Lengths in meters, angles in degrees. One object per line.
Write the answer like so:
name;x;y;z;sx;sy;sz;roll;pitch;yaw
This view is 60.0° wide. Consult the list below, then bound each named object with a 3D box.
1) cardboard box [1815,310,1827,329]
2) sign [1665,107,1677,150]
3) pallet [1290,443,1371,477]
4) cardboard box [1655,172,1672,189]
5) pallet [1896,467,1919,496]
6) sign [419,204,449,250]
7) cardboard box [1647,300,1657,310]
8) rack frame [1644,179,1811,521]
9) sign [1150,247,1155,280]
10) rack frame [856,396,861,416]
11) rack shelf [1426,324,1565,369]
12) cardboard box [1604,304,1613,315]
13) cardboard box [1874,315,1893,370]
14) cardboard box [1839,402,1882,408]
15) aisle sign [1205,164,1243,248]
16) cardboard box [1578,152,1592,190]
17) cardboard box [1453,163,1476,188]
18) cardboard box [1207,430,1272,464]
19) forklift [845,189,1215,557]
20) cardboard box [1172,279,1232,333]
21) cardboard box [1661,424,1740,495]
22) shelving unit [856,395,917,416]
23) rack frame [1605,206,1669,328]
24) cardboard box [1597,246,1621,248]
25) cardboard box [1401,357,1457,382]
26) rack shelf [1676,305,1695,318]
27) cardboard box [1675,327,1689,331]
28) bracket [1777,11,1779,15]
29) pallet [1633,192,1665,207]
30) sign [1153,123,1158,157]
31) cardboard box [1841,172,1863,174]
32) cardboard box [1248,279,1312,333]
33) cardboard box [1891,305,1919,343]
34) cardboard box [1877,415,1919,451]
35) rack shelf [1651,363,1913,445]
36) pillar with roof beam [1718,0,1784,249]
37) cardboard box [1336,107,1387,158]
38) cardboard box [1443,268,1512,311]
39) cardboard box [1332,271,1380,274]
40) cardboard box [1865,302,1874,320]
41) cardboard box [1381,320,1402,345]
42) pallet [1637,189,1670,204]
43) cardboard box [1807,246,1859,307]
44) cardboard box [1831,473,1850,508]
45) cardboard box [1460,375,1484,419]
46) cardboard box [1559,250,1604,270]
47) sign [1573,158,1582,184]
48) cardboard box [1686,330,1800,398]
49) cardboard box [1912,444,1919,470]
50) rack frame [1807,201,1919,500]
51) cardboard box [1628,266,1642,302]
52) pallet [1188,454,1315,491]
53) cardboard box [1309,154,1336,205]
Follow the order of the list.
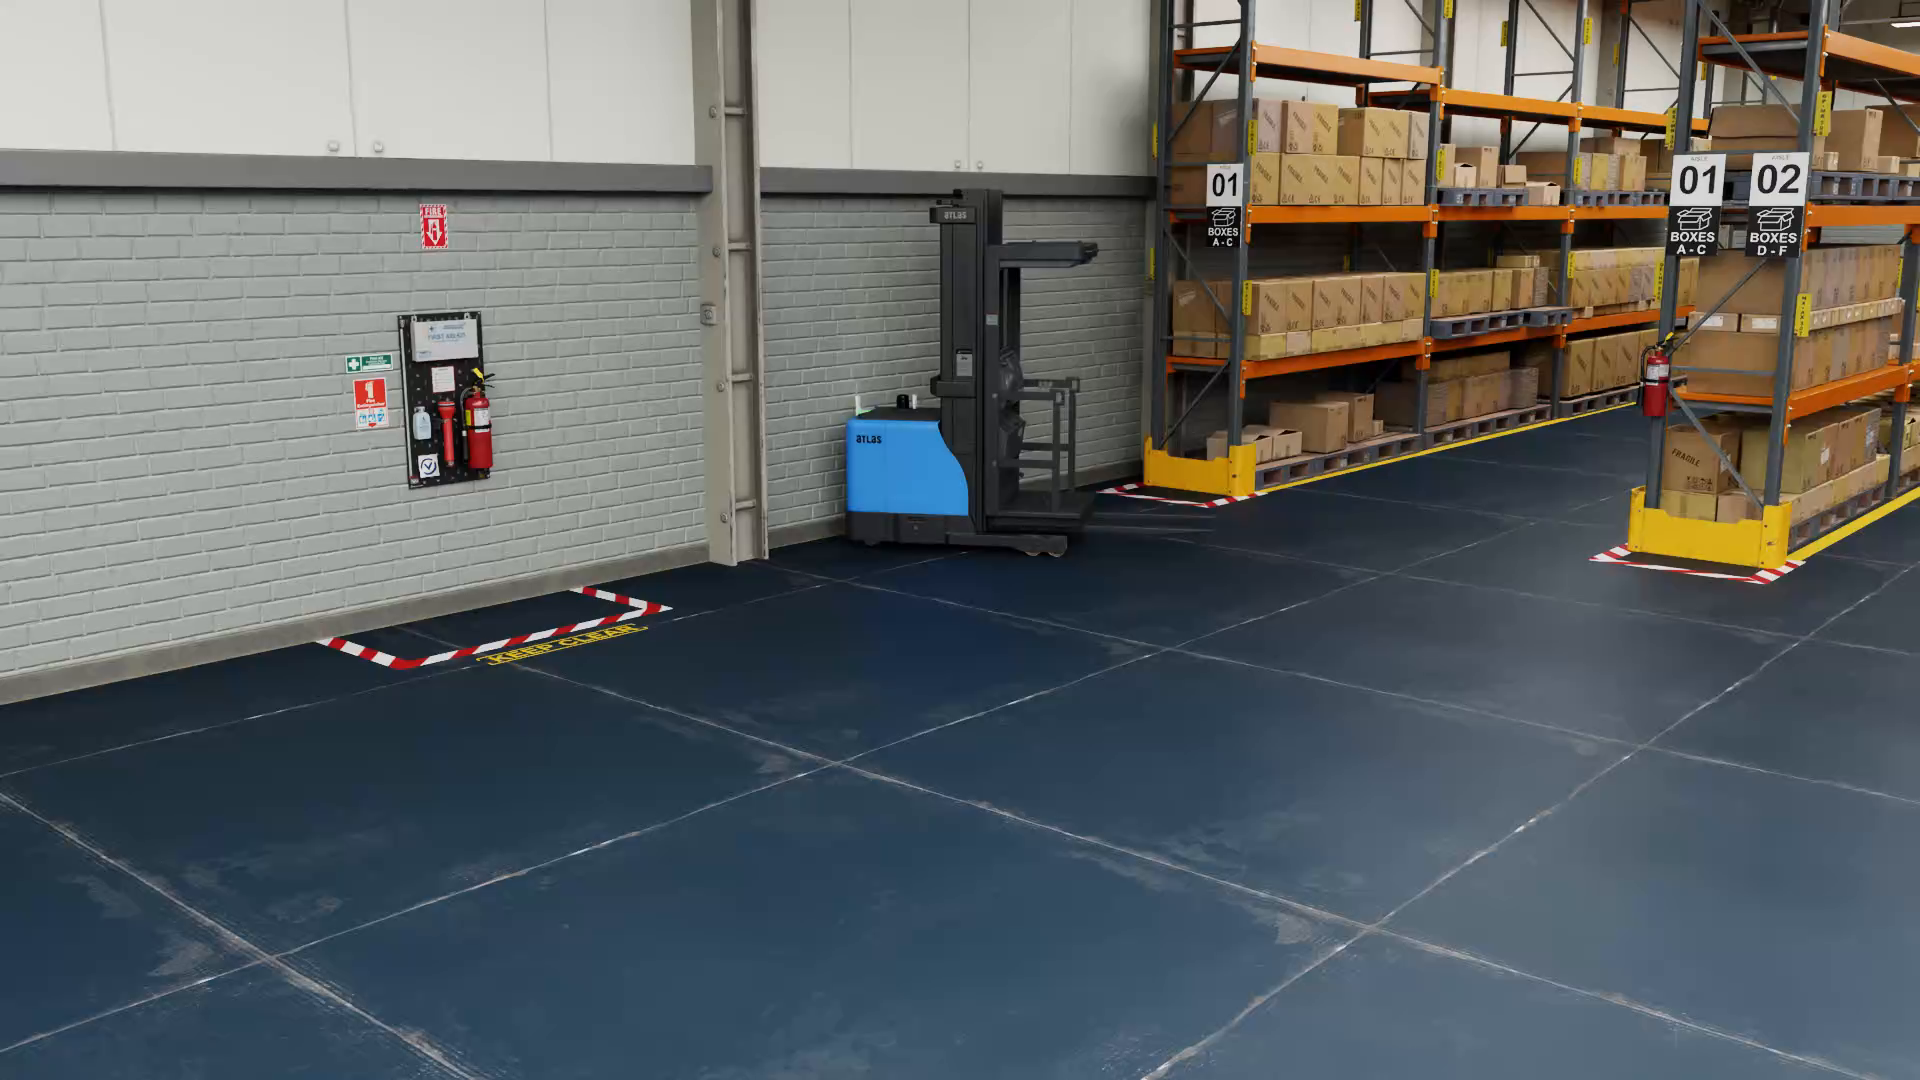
cardboard box;7.008;-1.851;13.908;0.380;0.149;0.250;9;15;39
sign;5.683;-3.280;13.257;0.100;0.325;0.005;10;15;40
pallet;3.776;-0.919;18.271;1.003;0.211;1.213;10;15;40
cardboard box;10.933;-5.467;25.320;0.500;0.250;0.500;10;15;40
pallet;9.179;-0.676;17.056;1.003;0.211;1.213;10;15;40
sign;-3.531;-2.103;11.164;0.001;0.298;0.199;10;15;40
cardboard box;10.120;-3.507;24.701;0.380;0.149;0.250;10;15;41
rack frame;6.081;-1.341;13.268;1.000;3.000;0.127;10;15;40
sign;1.954;-2.779;16.702;0.100;0.325;0.005;10;15;40
rack frame;-0.862;-0.638;14.344;0.015;1.200;0.240;-1;4;3
rack shelf;6.318;-2.511;20.962;1.077;0.370;4.000;10;15;40
cardboard box;9.034;-3.290;23.617;0.380;0.149;0.250;10;15;41
cardboard box;8.434;-1.913;15.874;0.700;0.500;0.500;9;15;39
cardboard box;9.444;-1.310;17.625;0.500;0.311;0.500;10;15;40
aisle sign;2.536;-3.207;15.970;0.394;0.787;0.004;10;15;40
cardboard box;8.226;-5.057;22.837;0.700;0.500;0.500;9;14;37
cardboard box;5.826;-4.364;19.897;0.500;0.311;0.500;10;15;42
cardboard box;2.882;-0.969;17.144;0.500;0.311;0.500;8;14;34
forklift;0.611;-1.414;13.806;3.031;2.935;1.130;2;12;11
cardboard box;2.509;-2.382;16.896;0.500;0.500;0.500;10;15;40
cardboard box;6.212;-0.684;14.011;0.500;0.500;0.500;10;15;40
shelving unit;-0.619;-0.643;14.331;0.503;1.200;0.258;-1;4;3
rack frame;10.279;-3.747;25.312;1.000;3.000;0.127;10;15;40
cardboard box;9.780;-4.285;25.027;0.500;0.250;0.500;10;15;42
cardboard box;5.760;-2.103;20.427;0.500;0.250;0.500;9;15;39
rack shelf;11.599;-3.688;26.855;1.077;0.370;4.000;10;15;40
cardboard box;11.798;-3.413;27.294;0.380;0.149;0.250;10;15;41
bracket;14.593;-9.567;29.943;0.235;0.232;0.430;10;15;40
pallet;9.711;-4.983;24.329;0.805;0.209;1.217;9;14;38
sign;1.954;-3.961;16.466;0.100;0.325;0.005;10;15;40
cardboard box;7.540;-3.500;14.725;0.637;0.503;0.797;-10;15;-41
cardboard box;3.232;-2.388;16.926;0.500;0.500;0.500;10;15;41
cardboard box;9.589;-2.167;17.148;0.500;0.500;0.500;-11;16;-43
cardboard box;9.182;-1.091;16.531;0.500;0.311;0.500;10;15;41
rack shelf;7.402;-1.283;14.812;1.077;0.370;4.000;10;15;40
pillar with roof beam;17.286;-7.230;27.433;9.100;9.000;0.548;10;15;40
cardboard box;4.180;-4.321;17.669;0.500;0.500;0.500;9;14;38
cardboard box;6.530;-3.166;21.027;0.700;0.500;0.500;10;15;40
cardboard box;4.531;-2.832;19.147;0.500;0.500;0.500;9;15;39
cardboard box;8.030;-2.080;15.054;0.380;0.149;0.250;10;15;40
cardboard box;4.578;-2.325;18.525;0.500;0.250;0.500;10;15;41
pallet;10.827;-5.293;25.622;1.003;0.211;1.213;10;15;40
cardboard box;7.440;-2.327;14.638;0.700;0.500;0.500;10;15;40
cardboard box;7.594;-0.469;14.851;0.500;0.250;0.500;10;15;40
cardboard box;6.142;-1.822;20.936;0.700;0.500;0.500;10;15;41
cardboard box;8.486;-3.843;22.815;0.500;0.250;0.500;9;15;40
sign;8.045;-4.812;21.668;0.100;0.325;0.005;10;15;40
cardboard box;6.399;-1.457;13.594;0.700;0.500;0.500;10;15;40
cardboard box;9.513;-0.890;16.955;0.500;0.250;0.500;10;15;42
rack frame;8.722;-1.930;16.215;1.000;3.000;0.127;10;15;40
cardboard box;9.496;-3.702;24.021;0.500;0.500;0.500;10;15;40
pallet;2.971;-0.740;17.377;1.003;0.211;1.213;10;15;40
cardboard box;3.487;-3.679;17.009;0.500;0.500;0.500;11;16;43
